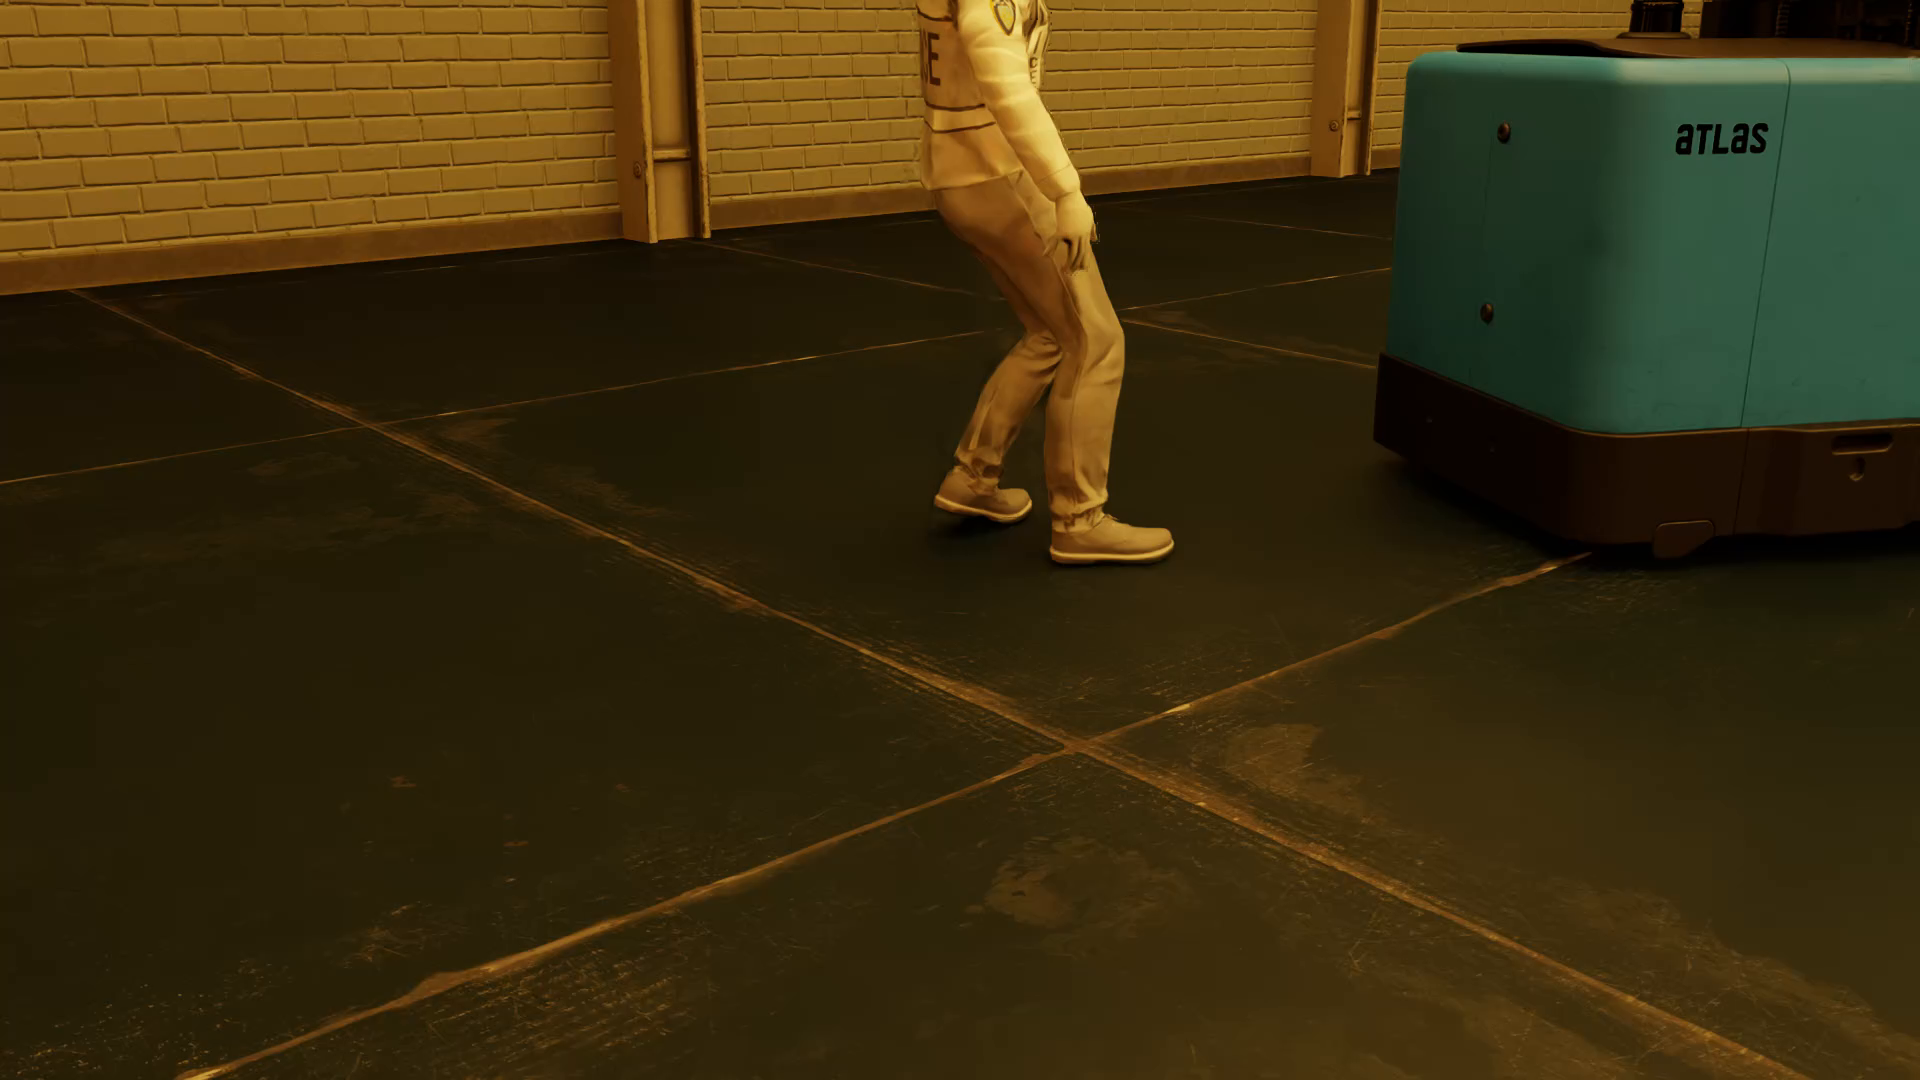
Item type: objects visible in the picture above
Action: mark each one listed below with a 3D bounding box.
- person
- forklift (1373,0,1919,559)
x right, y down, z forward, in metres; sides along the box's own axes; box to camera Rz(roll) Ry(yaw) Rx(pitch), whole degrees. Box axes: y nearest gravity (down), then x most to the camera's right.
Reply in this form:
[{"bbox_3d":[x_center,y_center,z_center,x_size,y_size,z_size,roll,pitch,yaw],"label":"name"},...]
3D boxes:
[{"bbox_3d":[0.179,-0.783,3.621,0.569,1.628,0.671,-2,17,-6],"label":"person"},{"bbox_3d":[2.682,-1.567,3.948,3.031,2.935,1.130,-4,18,-12],"label":"forklift"}]
